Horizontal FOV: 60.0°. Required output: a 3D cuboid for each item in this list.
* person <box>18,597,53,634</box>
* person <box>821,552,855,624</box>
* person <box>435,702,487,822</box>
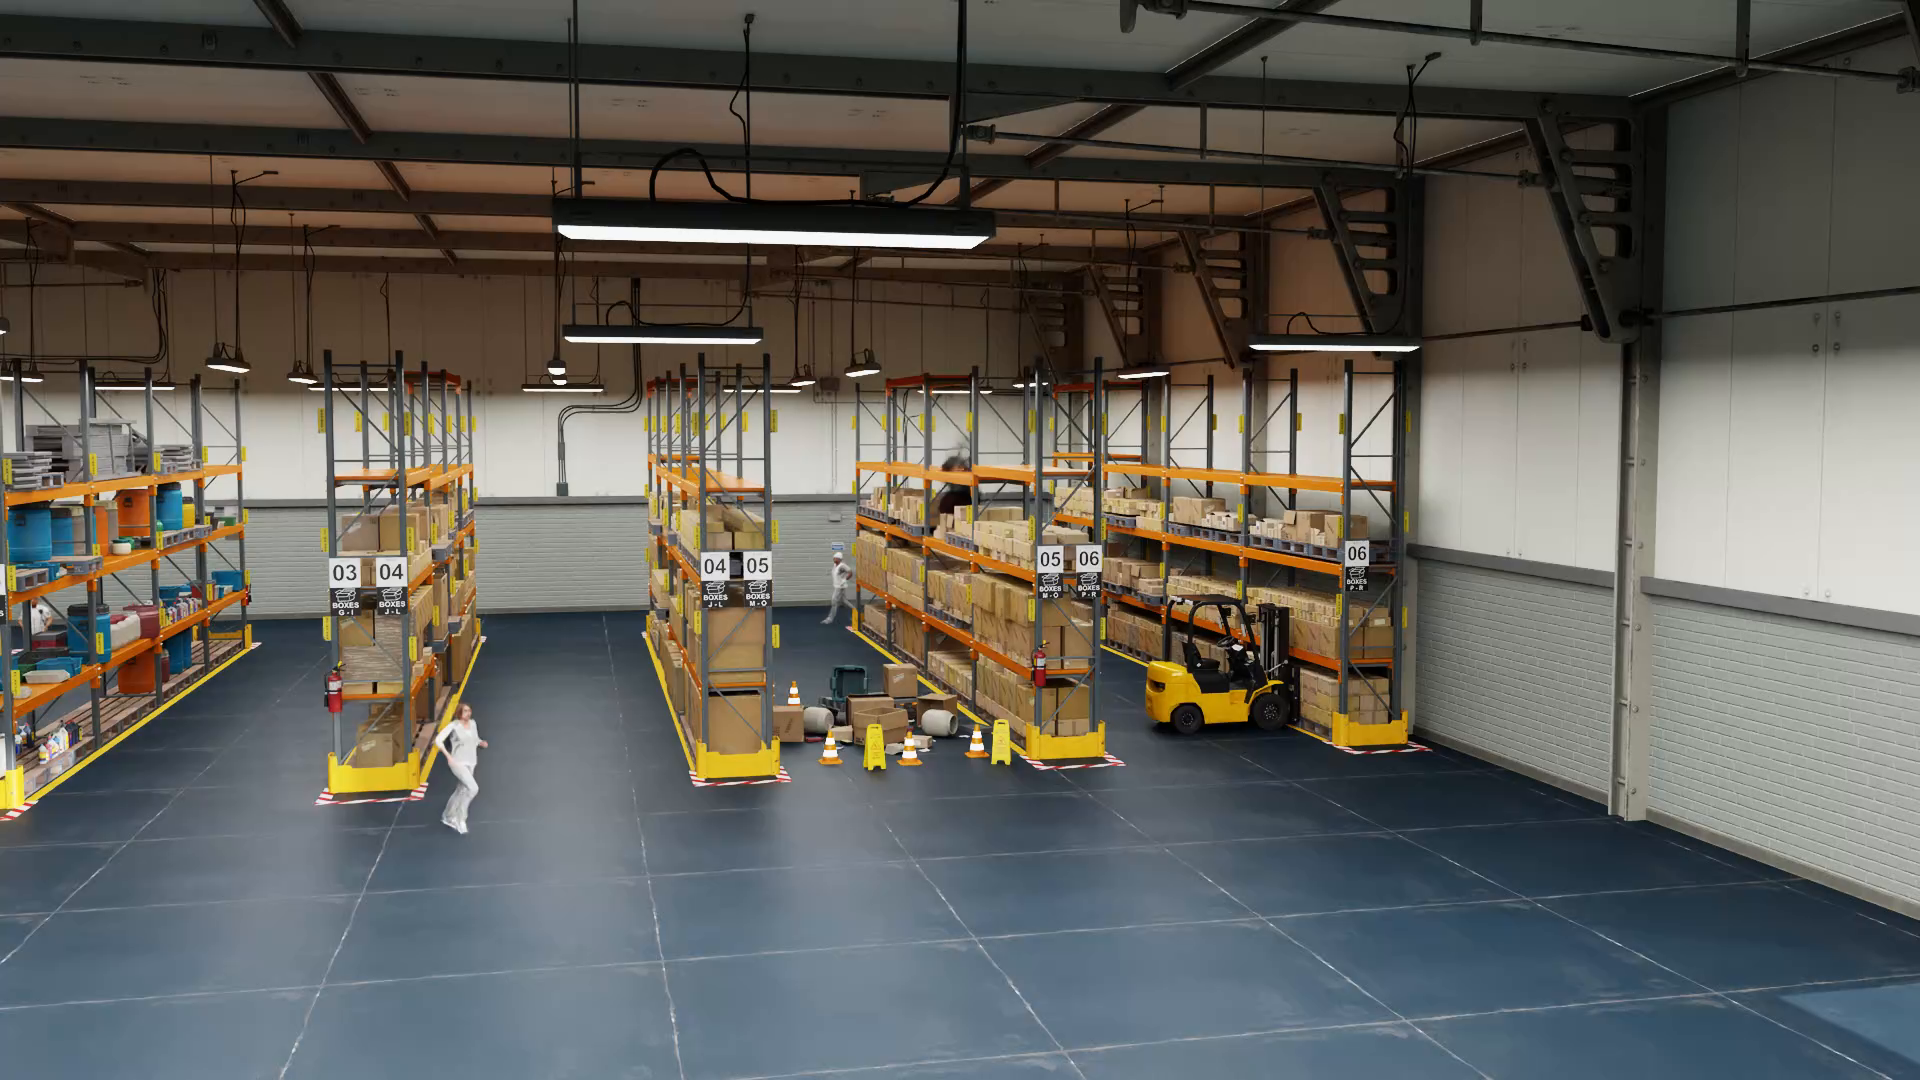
[{"bbox_3d":[-18.443,1.850,33.151,0.598,1.555,0.516,-2,4,-24],"label":"person"},{"bbox_3d":[-3.001,1.191,41.579,0.994,1.781,0.673,-1,4,-11],"label":"person"},{"bbox_3d":[-6.095,2.718,20.432,0.679,1.468,0.507,2,4,27],"label":"person"}]
